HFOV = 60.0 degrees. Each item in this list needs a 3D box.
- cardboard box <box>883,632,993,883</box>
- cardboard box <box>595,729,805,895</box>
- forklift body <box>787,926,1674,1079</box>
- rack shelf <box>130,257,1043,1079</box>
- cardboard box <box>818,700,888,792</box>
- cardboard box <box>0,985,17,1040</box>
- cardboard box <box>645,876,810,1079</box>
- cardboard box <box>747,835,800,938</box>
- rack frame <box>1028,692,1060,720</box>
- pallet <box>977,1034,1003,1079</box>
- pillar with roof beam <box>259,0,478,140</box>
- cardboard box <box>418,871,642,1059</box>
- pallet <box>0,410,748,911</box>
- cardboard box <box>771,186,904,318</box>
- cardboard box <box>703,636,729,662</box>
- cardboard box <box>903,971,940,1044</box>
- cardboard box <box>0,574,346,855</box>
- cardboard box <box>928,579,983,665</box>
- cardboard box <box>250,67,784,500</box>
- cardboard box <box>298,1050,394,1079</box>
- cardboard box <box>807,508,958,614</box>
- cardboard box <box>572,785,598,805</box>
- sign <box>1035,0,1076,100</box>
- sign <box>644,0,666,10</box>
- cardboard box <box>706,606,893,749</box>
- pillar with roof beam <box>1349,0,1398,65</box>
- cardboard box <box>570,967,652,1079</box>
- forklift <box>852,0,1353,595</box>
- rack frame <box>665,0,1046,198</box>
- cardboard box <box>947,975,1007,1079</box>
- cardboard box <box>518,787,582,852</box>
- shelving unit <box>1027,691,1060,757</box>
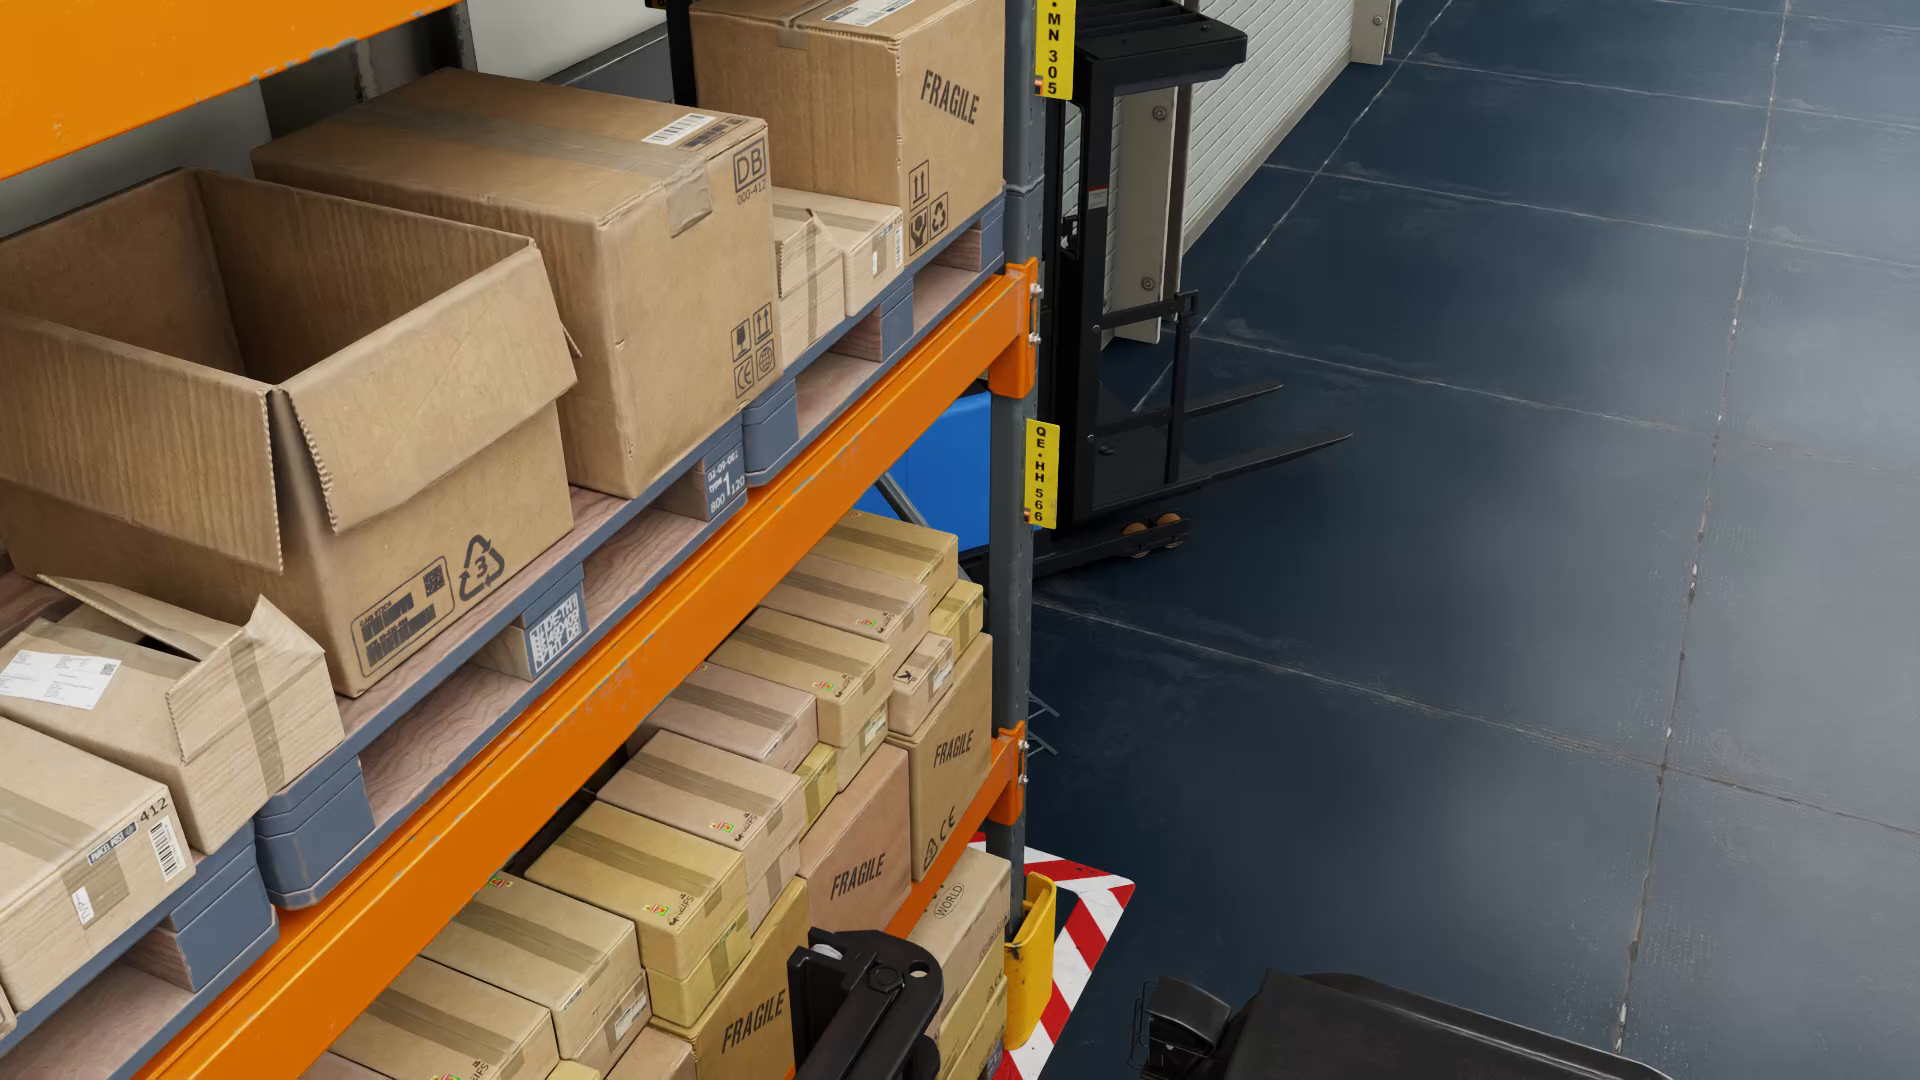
[{"bbox_3d":[-0.237,0.538,4.602,0.500,0.500,0.500,13,36,19],"label":"cardboard box"},{"bbox_3d":[-0.567,0.593,3.656,0.380,0.149,0.250,15,36,22],"label":"cardboard box"},{"bbox_3d":[0.594,1.993,3.249,2.313,2.155,1.214,14,36,20],"label":"forklift body"},{"bbox_3d":[-1.106,0.317,2.951,1.077,0.370,4.000,14,36,20],"label":"rack shelf"},{"bbox_3d":[-0.404,0.448,4.148,0.380,0.149,0.250,15,36,21],"label":"cardboard box"},{"bbox_3d":[-1.373,0.474,1.663,0.500,0.311,0.500,15,36,21],"label":"cardboard box"},{"bbox_3d":[-0.676,1.050,3.822,0.500,0.500,0.500,13,36,20],"label":"cardboard box"},{"bbox_3d":[-0.587,0.713,3.745,0.380,0.149,0.250,13,35,19],"label":"cardboard box"},{"bbox_3d":[0.027,0.561,7.010,0.240,0.006,0.900,-24,41,-32],"label":"rack frame"},{"bbox_3d":[-0.551,1.831,5.264,1.003,0.211,1.213,14,36,20],"label":"pallet"},{"bbox_3d":[2.531,-1.106,1.731,9.100,9.000,0.400,14,36,20],"label":"pillar with roof beam"},{"bbox_3d":[-0.864,0.829,3.295,0.380,0.149,0.250,15,36,21],"label":"cardboard box"},{"bbox_3d":[-1.098,0.014,2.839,1.003,0.211,1.213,14,36,20],"label":"pallet"},{"bbox_3d":[-0.340,-0.610,3.463,0.380,0.149,0.250,13,35,19],"label":"cardboard box"},{"bbox_3d":[-0.804,0.334,4.323,0.380,0.149,0.250,14,36,20],"label":"cardboard box"},{"bbox_3d":[-0.387,1.388,4.611,0.500,0.250,0.500,15,36,21],"label":"cardboard box"},{"bbox_3d":[-1.046,0.182,2.150,0.396,0.266,0.258,13,36,19],"label":"cardboard box"},{"bbox_3d":[-0.160,0.199,4.529,0.380,0.149,0.250,15,36,21],"label":"cardboard box"},{"bbox_3d":[-0.752,-0.475,2.938,0.700,0.500,0.500,14,36,21],"label":"cardboard box"},{"bbox_3d":[-1.073,1.079,2.915,0.380,0.149,0.250,14,36,20],"label":"cardboard box"},{"bbox_3d":[-0.228,0.064,4.463,0.380,0.149,0.250,14,36,21],"label":"cardboard box"},{"bbox_3d":[-0.926,0.681,4.385,0.500,0.500,0.500,15,36,22],"label":"cardboard box"},{"bbox_3d":[0.218,-1.185,3.851,0.100,0.325,0.005,14,36,20],"label":"sign"},{"bbox_3d":[-0.771,-1.508,4.210,0.100,0.325,0.005,14,36,20],"label":"sign"},{"bbox_3d":[-0.387,0.331,4.056,0.380,0.149,0.250,15,36,22],"label":"cardboard box"},{"bbox_3d":[7.552,-7.083,10.845,9.100,9.000,0.400,14,36,20],"label":"pillar with roof beam"},{"bbox_3d":[-0.861,0.947,3.388,0.380,0.149,0.250,14,36,20],"label":"cardboard box"},{"bbox_3d":[0.558,-1.381,7.683,3.031,2.935,1.130,-16,36,-22],"label":"forklift"},{"bbox_3d":[-0.269,-2.234,3.450,1.000,3.000,0.127,14,36,20],"label":"rack frame"},{"bbox_3d":[-0.179,1.556,5.267,0.500,0.250,0.500,14,36,21],"label":"cardboard box"},{"bbox_3d":[-1.140,0.561,3.977,0.380,0.149,0.250,15,36,21],"label":"cardboard box"},{"bbox_3d":[0.027,0.646,7.067,0.258,0.210,0.900,-24,41,-32],"label":"shelving unit"}]
